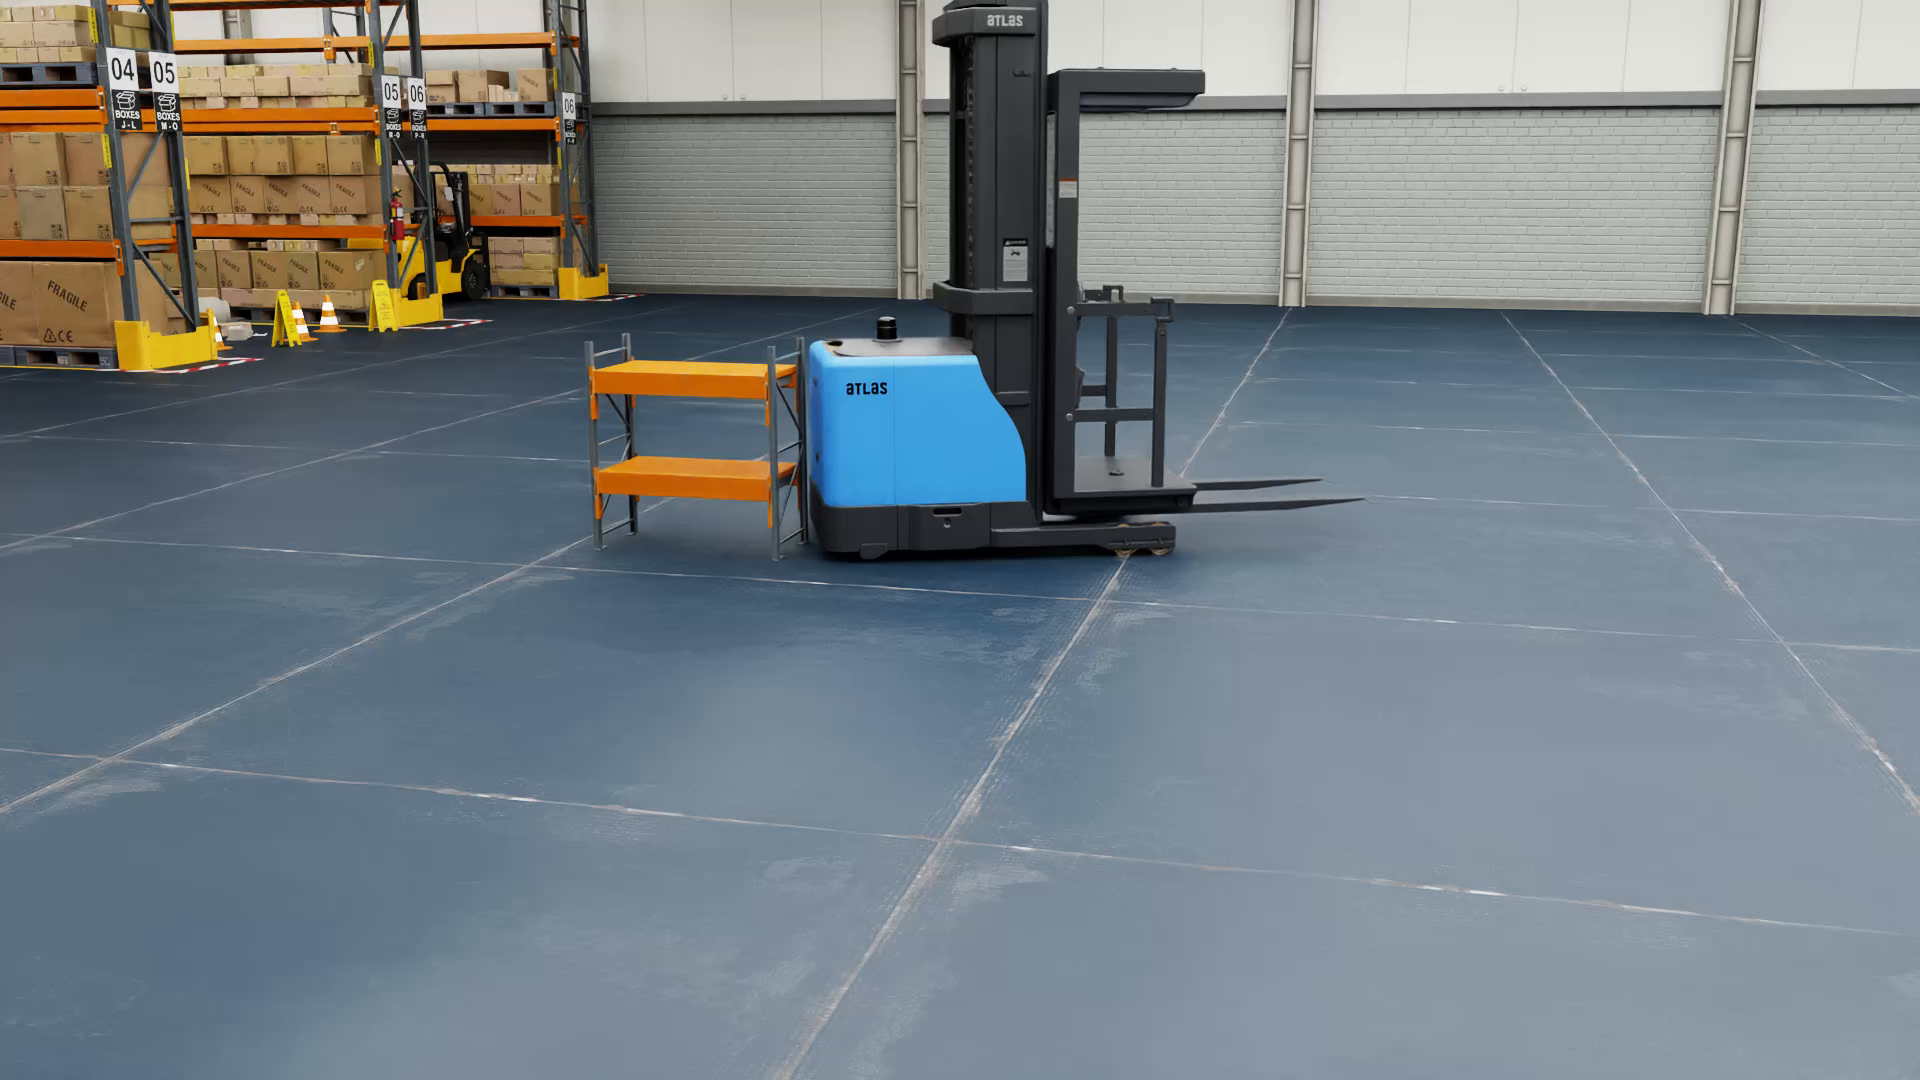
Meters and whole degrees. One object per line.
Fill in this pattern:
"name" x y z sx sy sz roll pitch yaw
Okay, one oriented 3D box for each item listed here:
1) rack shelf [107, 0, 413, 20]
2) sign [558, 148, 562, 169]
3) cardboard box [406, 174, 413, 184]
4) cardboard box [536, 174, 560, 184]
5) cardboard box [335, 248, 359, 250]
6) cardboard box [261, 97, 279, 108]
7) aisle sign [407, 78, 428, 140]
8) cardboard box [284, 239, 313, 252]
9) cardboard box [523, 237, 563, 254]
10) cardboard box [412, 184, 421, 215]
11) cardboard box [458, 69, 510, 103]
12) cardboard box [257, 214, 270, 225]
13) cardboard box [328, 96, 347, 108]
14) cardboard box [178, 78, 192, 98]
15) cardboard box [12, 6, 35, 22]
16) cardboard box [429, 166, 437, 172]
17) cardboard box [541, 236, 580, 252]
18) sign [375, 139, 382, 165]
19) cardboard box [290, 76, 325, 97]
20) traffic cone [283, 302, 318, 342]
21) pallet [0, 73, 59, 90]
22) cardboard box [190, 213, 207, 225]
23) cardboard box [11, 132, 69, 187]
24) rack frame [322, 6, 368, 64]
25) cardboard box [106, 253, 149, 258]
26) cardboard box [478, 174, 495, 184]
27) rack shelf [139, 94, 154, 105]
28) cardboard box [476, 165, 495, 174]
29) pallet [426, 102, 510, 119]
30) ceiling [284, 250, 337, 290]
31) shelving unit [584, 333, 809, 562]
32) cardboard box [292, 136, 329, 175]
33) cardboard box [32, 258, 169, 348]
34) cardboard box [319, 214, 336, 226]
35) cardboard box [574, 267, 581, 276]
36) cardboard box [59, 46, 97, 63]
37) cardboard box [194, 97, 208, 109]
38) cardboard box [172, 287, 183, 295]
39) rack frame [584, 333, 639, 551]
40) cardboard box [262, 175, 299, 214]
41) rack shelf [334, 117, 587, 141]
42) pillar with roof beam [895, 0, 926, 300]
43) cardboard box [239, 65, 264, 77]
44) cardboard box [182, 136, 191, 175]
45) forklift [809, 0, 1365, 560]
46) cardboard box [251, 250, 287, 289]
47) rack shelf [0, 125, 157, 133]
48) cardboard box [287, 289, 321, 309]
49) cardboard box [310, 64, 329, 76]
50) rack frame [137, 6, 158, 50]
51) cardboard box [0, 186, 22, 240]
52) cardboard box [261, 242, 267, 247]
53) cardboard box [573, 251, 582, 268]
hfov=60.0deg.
"rack shelf" -9.266 -7.060 21.948 4.000 0.370 1.077 3 13 14
"sign" -6.282 -5.992 26.095 0.005 0.325 0.100 3 13 14
"cardboard box" -8.788 -5.862 27.003 0.250 0.149 0.380 3 13 13
"cardboard box" -6.542 -5.749 26.491 0.250 0.149 0.380 3 13 14
"cardboard box" -8.573 -3.736 22.796 0.500 0.500 0.500 3 13 11
"cardboard box" -8.974 -5.754 21.898 0.250 0.149 0.380 3 13 12
"aisle sign" -7.189 -5.711 22.049 0.004 0.787 0.394 3 13 14
"cardboard box" -8.780 -3.931 22.176 0.250 0.149 0.380 3 13 14
"cardboard box" -6.660 -4.733 26.713 0.500 0.250 0.500 4 13 15
"cardboard box" -8.652 -5.553 27.107 0.500 0.500 0.500 3 13 13
"cardboard box" -7.597 -7.237 26.572 0.500 0.500 0.700 3 13 14
"cardboard box" -9.218 -4.315 22.339 0.250 0.149 0.380 3 13 14
"cardboard box" -7.987 -5.688 21.599 0.250 0.149 0.380 3 13 14
"cardboard box" -10.343 -6.019 22.172 0.500 0.250 0.500 3 13 13
"cardboard box" -9.311 -5.292 16.772 0.250 0.149 0.380 3 13 14
"cardboard box" -8.514 -6.013 26.997 0.250 0.149 0.380 3 13 13
"cardboard box" -6.559 -4.840 27.193 0.500 0.250 0.500 3 13 13
"sign" -7.476 -4.984 21.370 0.005 0.325 0.100 3 13 14
"cardboard box" -8.370 -5.916 21.706 0.500 0.250 0.500 3 13 13
"traffic cone" -7.986 -2.642 20.072 0.334 0.463 0.336 3 13 14
"pallet" -10.323 -4.854 17.468 1.213 0.211 1.003 3 13 14
"cardboard box" -10.224 -4.352 22.502 0.250 0.149 0.380 3 13 15
"cardboard box" -9.319 -3.971 17.367 0.550 0.550 0.875 3 13 14
"rack frame" -10.022 -8.561 27.043 0.127 3.000 1.000 3 13 14
"cardboard box" -14.367 -4.801 28.749 0.500 0.500 0.500 3 13 15
"cardboard box" -7.543 -5.801 26.728 0.250 0.149 0.380 3 13 12
"rack shelf" -10.353 -4.646 17.536 3.809 0.124 0.919 3 13 14
"cardboard box" -7.547 -5.942 26.676 0.250 0.149 0.380 3 13 15
"pallet" -8.007 -6.950 26.915 1.213 0.211 1.003 3 13 14
"ceiling" -8.672 -3.622 22.282 0.518 0.500 0.518 3 13 14
"shelving unit" -1.406 -0.516 8.962 1.048 1.125 0.538 3 13 14
"cardboard box" -8.362 -5.071 21.938 0.500 0.500 0.700 3 13 14
"cardboard box" -9.086 -2.523 17.617 0.875 0.875 0.875 3 13 14
"cardboard box" -8.254 -4.240 21.998 0.250 0.149 0.380 3 13 13
"cardboard box" -6.568 -4.353 27.309 0.500 0.250 0.500 3 13 14
"cardboard box" -8.816 -4.876 16.738 0.250 0.149 0.380 3 13 13
"cardboard box" -9.965 -5.809 22.147 0.250 0.149 0.380 3 13 12
"cardboard box" -10.699 -3.363 22.845 0.500 0.250 0.500 2 13 11
"rack frame" -1.899 -0.542 9.081 0.032 1.125 0.500 3 13 14
"cardboard box" -8.887 -4.598 22.116 0.500 0.500 0.500 3 13 13
"rack shelf" -8.080 -6.641 26.978 4.000 0.370 1.077 3 13 14
"pillar with roof beam" -1.804 -7.362 21.640 0.400 9.000 9.100 3 13 14
"cardboard box" -9.220 -6.139 21.793 0.250 0.149 0.380 3 13 15
"cardboard box" -10.341 -5.170 22.387 0.500 0.500 0.700 3 13 14
"forklift" 0.705 -1.460 9.046 3.031 2.935 1.130 -2 13 -10
"cardboard box" -9.160 -3.650 22.406 0.500 0.500 0.500 3 13 12
"rack shelf" -15.847 -7.056 28.849 4.000 0.370 1.077 3 13 14
"cardboard box" -8.674 -3.257 22.366 0.500 0.250 0.500 3 13 14
"cardboard box" -8.216 -6.098 21.606 0.250 0.149 0.380 3 13 13
"rack frame" -11.207 -7.517 22.337 0.127 3.000 1.000 3 13 14
"cardboard box" -9.836 -3.496 17.722 0.550 0.550 0.875 3 13 14
"cardboard box" -11.282 -4.744 28.204 0.625 0.625 0.875 3 13 13
"cardboard box" -6.545 -4.599 27.262 0.500 0.250 0.500 3 13 15
